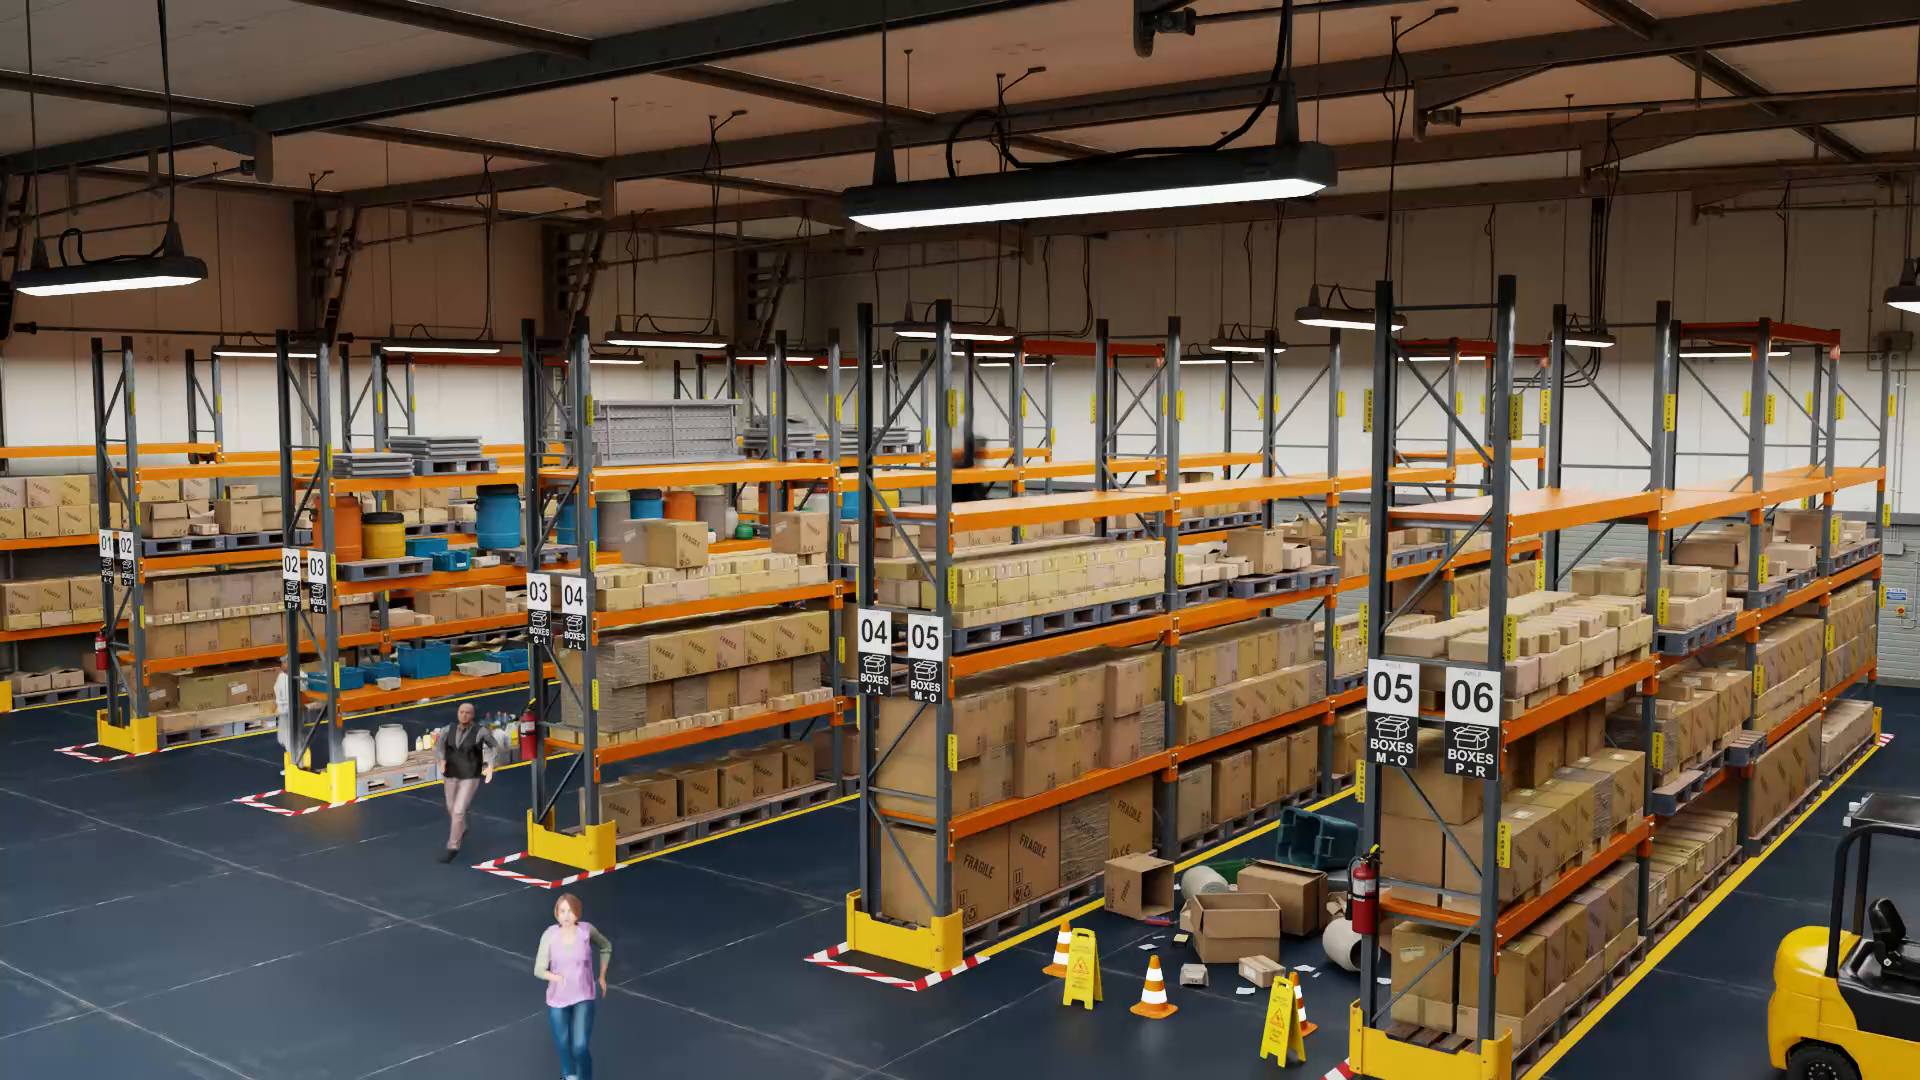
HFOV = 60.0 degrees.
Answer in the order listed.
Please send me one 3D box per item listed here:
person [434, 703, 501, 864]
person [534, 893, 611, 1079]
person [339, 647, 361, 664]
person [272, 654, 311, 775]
[{"bbox_3d":[-5.549,2.676,18.628,0.713,1.721,0.873,1,5,7],"label":"person"},{"bbox_3d":[-2.782,3.330,11.932,0.508,1.611,0.672,0,5,-4],"label":"person"},{"bbox_3d":[-10.737,1.807,29.224,0.537,1.585,0.893,3,6,35],"label":"person"},{"bbox_3d":[-9.145,2.371,22.931,0.607,1.650,0.641,2,5,24],"label":"person"}]
